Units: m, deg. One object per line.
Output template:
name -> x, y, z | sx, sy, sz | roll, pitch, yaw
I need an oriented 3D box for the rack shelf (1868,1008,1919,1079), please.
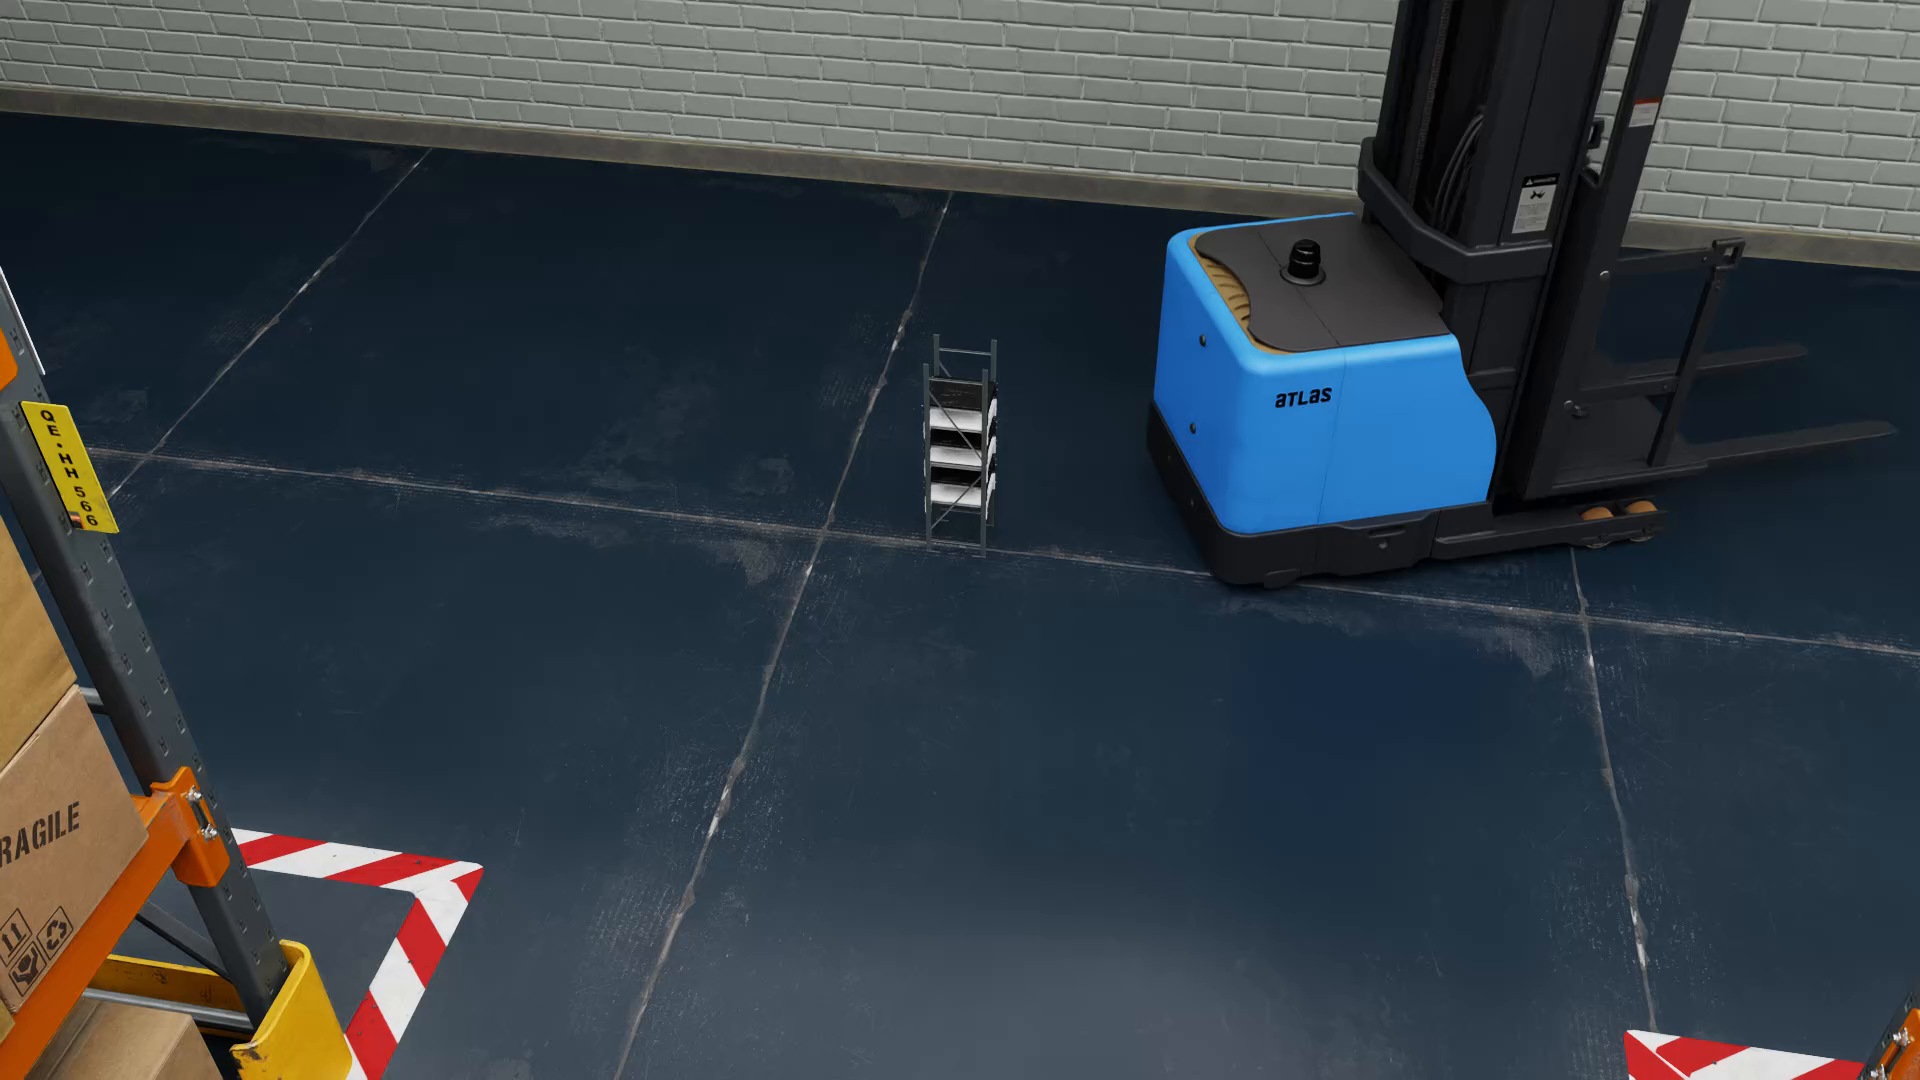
rack shelf -> 2.164, 2.430, 2.021 | 1.077, 0.370, 4.000 | 6, 40, 8

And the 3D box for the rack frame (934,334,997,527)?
rack frame -> 0.019, -0.416, 6.547 | 0.240, 0.900, 0.006 | 6, 40, 8

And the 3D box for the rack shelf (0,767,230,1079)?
rack shelf -> -2.714, 1.881, 2.685 | 1.077, 0.370, 4.000 | 6, 40, 8

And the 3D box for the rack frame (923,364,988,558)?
rack frame -> -0.016, -0.288, 6.392 | 0.240, 0.900, 0.006 | 6, 40, 8

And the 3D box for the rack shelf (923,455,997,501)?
rack shelf -> 0.001, -0.257, 6.548 | 0.258, 0.077, 0.200 | 6, 40, 8

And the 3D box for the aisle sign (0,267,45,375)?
aisle sign -> -2.055, -0.662, 3.156 | 0.394, 0.787, 0.004 | 6, 40, 8

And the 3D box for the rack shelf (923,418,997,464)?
rack shelf -> 0.001, -0.396, 6.433 | 0.258, 0.077, 0.200 | 6, 40, 8

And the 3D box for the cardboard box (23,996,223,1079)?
cardboard box -> -2.220, 1.511, 4.184 | 0.500, 0.500, 0.500 | 6, 40, 8

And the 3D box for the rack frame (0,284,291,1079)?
rack frame -> -2.368, 0.349, 3.974 | 1.000, 3.000, 0.127 | 6, 40, 8

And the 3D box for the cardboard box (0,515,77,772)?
cardboard box -> -2.175, 0.235, 3.249 | 0.500, 0.500, 0.500 | 6, 40, 7

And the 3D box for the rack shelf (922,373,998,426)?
rack shelf -> 0.001, -0.534, 6.319 | 0.258, 0.077, 0.200 | 6, 40, 8

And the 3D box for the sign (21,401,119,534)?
sign -> -1.825, -0.145, 3.415 | 0.100, 0.325, 0.005 | 6, 40, 8

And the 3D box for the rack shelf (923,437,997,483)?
rack shelf -> 0.001, -0.326, 6.491 | 0.258, 0.077, 0.200 | 6, 40, 8

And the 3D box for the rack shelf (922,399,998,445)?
rack shelf -> 0.001, -0.465, 6.376 | 0.258, 0.077, 0.200 | 6, 40, 8

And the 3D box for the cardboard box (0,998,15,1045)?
cardboard box -> -2.264, 0.948, 3.171 | 0.500, 0.500, 0.500 | 7, 40, 8

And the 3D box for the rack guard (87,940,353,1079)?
rack guard -> -2.382, 1.360, 4.713 | 1.175, 0.500, 0.348 | 6, 40, 8

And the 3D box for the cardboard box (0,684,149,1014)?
cardboard box -> -2.178, 0.622, 3.566 | 0.500, 0.500, 0.500 | 8, 40, 9

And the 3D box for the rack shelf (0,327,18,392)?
rack shelf -> -2.714, 0.725, 1.729 | 1.077, 0.370, 4.000 | 6, 40, 8

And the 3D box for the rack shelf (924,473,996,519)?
rack shelf -> 0.001, -0.187, 6.605 | 0.258, 0.077, 0.200 | 6, 40, 8

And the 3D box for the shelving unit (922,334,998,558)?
shelving unit -> 0.001, -0.352, 6.469 | 0.258, 0.900, 0.210 | 6, 40, 8

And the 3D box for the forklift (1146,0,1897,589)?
forklift -> 2.371, -1.419, 6.166 | 3.031, 2.935, 1.130 | -8, 40, -9
